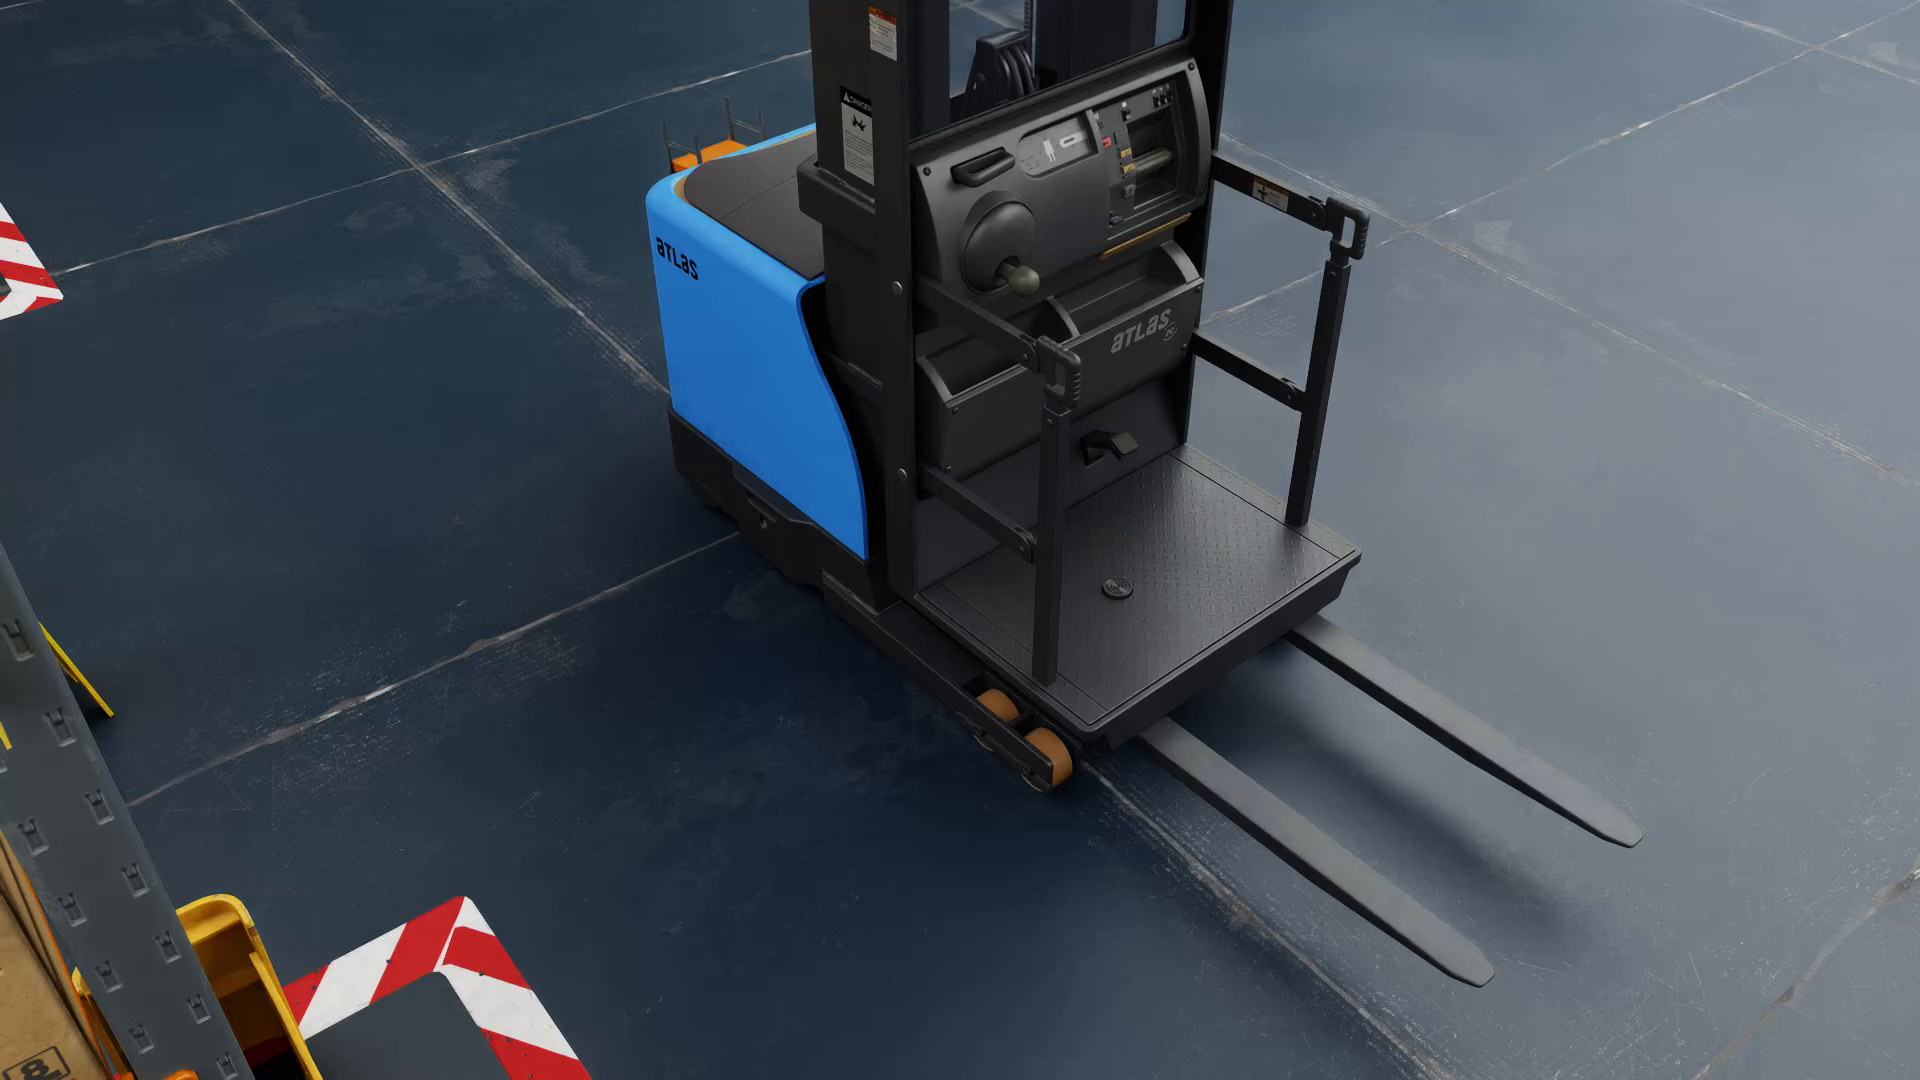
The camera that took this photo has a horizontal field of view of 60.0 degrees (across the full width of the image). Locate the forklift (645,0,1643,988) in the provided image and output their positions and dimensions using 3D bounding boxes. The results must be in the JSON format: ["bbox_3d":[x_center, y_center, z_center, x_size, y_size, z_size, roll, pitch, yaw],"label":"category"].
[{"bbox_3d":[0.413,-0.831,3.952,1.130,2.935,3.031,-29,47,-30],"label":"forklift"}]

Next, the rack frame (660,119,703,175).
[{"bbox_3d":[-0.832,-0.849,5.441,0.008,1.050,0.200,-30,41,-31],"label":"rack frame"}]

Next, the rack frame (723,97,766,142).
[{"bbox_3d":[-0.651,-0.953,5.568,0.008,1.050,0.200,-30,41,-31],"label":"rack frame"}]

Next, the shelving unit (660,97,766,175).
[{"bbox_3d":[-0.741,-0.901,5.504,0.252,1.050,0.215,-30,41,-31],"label":"shelving unit"}]

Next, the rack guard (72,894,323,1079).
[{"bbox_3d":[-1.341,1.291,3.282,0.348,0.500,1.175,-26,46,-28],"label":"rack guard"}]

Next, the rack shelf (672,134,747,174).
[{"bbox_3d":[-0.762,-1.126,5.350,0.240,0.259,0.215,-30,41,-31],"label":"rack shelf"}]

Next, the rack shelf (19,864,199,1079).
[{"bbox_3d":[-2.946,1.385,1.764,4.000,0.370,1.077,-26,46,-28],"label":"rack shelf"}]

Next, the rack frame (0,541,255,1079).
[{"bbox_3d":[-1.360,0.334,2.478,0.127,3.000,1.000,-26,46,-28],"label":"rack frame"}]

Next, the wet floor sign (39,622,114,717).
[{"bbox_3d":[-2.544,0.237,4.452,0.267,0.644,0.232,30,48,31],"label":"wet floor sign"}]

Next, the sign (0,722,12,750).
[{"bbox_3d":[-1.040,0.073,1.696,0.005,0.325,0.100,-26,46,-28],"label":"sign"}]
